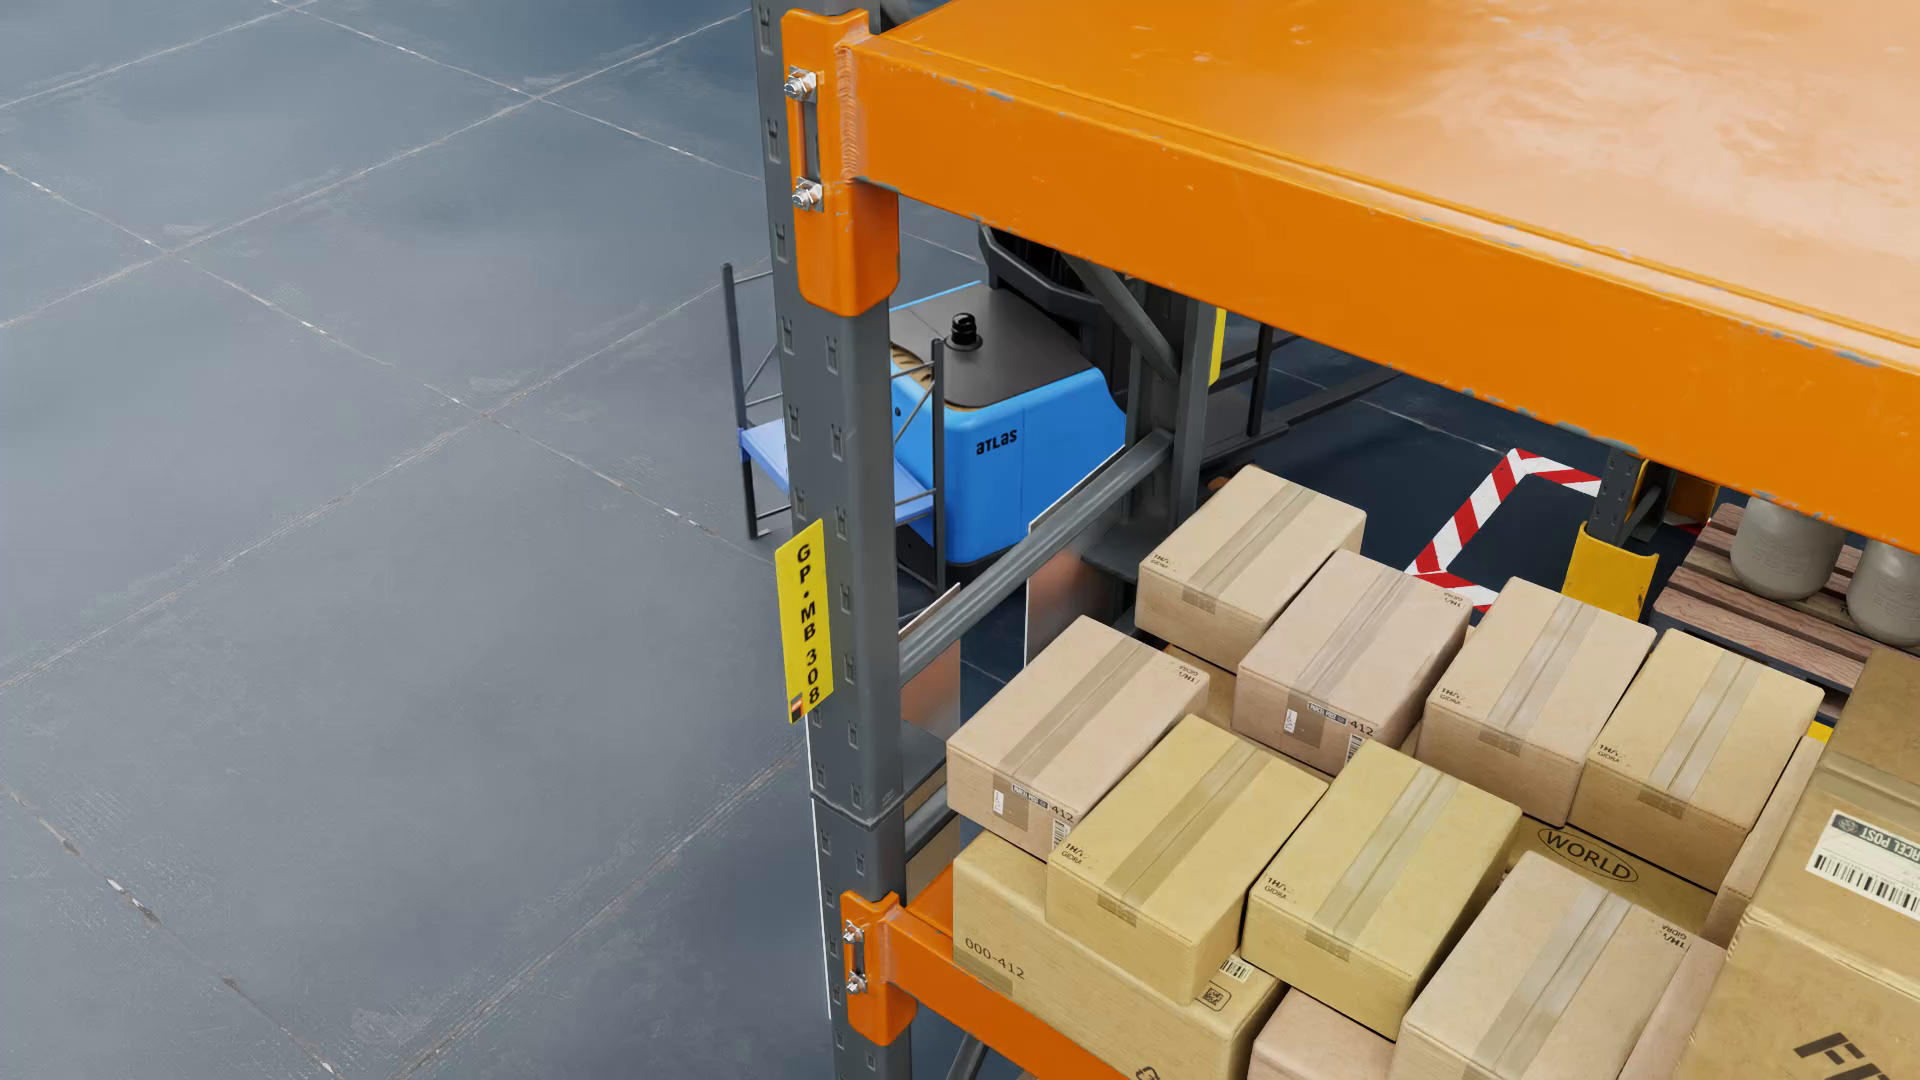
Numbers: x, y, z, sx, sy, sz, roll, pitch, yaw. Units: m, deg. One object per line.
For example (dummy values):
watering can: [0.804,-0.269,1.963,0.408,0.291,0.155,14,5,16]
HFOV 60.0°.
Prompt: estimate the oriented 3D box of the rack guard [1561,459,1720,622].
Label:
rack guard: [3.209,-0.056,7.777,0.348,0.500,1.175,25,45,29]

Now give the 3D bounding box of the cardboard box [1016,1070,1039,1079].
cardboard box: [0.382,1.168,3.052,0.500,0.500,0.500,25,45,29]

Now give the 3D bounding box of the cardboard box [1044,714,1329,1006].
cardboard box: [0.336,0.461,2.454,0.250,0.149,0.380,26,45,29]

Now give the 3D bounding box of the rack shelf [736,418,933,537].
rack shelf: [-0.552,-0.268,7.529,0.538,0.185,1.000,-21,43,-24]

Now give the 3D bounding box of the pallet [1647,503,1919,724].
pallet: [3.851,0.364,7.474,1.213,0.211,1.003,25,45,29]

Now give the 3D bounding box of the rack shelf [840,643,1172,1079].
rack shelf: [1.699,1.230,2.256,4.000,0.370,1.077,25,45,29]

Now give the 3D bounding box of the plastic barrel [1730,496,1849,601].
plastic barrel: [3.689,-0.023,7.384,0.421,0.512,0.421,0,38,0]

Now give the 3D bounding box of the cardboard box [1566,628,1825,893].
cardboard box: [1.154,0.337,2.612,0.250,0.149,0.380,26,45,29]

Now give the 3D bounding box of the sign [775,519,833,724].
sign: [-0.219,0.120,2.382,0.005,0.325,0.100,25,45,29]

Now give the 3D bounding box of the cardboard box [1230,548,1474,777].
cardboard box: [0.656,0.206,2.779,0.250,0.149,0.380,24,44,27]

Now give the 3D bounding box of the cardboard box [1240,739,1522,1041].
cardboard box: [0.612,0.495,2.410,0.250,0.149,0.380,24,44,28]

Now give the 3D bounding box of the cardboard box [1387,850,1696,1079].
cardboard box: [0.785,0.632,2.235,0.250,0.149,0.380,27,46,30]

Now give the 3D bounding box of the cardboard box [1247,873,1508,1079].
cardboard box: [0.750,0.754,2.402,0.500,0.250,0.500,24,44,28]

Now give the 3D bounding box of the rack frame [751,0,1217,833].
rack frame: [0.111,-0.983,2.067,0.127,3.000,1.000,25,45,29]

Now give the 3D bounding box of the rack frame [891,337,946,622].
rack frame: [-0.286,-0.143,7.077,0.500,1.500,0.032,-21,43,-24]

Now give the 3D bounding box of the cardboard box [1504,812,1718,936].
cardboard box: [1.046,0.499,2.729,0.500,0.250,0.500,26,45,29]

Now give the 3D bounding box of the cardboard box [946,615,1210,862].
cardboard box: [0.189,0.317,2.638,0.250,0.149,0.380,25,44,28]

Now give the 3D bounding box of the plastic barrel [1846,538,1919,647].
plastic barrel: [4.087,0.165,7.144,0.421,0.512,0.421,0,38,0]

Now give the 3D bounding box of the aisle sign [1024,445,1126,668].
aisle sign: [0.244,0.185,3.332,0.004,0.787,0.394,25,45,29]

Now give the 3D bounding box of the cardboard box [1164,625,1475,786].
cardboard box: [0.648,0.313,2.966,0.500,0.250,0.500,26,45,30]

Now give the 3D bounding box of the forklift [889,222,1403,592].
forklift: [0.949,-1.552,7.715,3.031,2.935,1.130,-22,43,-26]

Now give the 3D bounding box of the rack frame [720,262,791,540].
rack frame: [-0.818,-0.677,7.759,0.500,1.500,0.032,-21,43,-24]

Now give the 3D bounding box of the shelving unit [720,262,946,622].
shelving unit: [-0.552,-0.410,7.418,0.538,1.500,1.048,-21,43,-24]

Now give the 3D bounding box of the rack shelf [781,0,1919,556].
rack shelf: [1.699,0.051,1.333,4.000,0.370,1.077,25,45,29]

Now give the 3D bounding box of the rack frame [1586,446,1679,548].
rack frame: [3.120,-1.046,7.014,0.127,3.000,1.000,25,45,29]

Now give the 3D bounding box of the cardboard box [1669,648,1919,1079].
cardboard box: [1.126,0.533,1.836,0.500,0.500,0.500,25,44,28]

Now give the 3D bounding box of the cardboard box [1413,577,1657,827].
cardboard box: [0.940,0.255,2.717,0.250,0.149,0.380,23,44,27]

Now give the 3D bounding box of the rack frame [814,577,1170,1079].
rack frame: [0.111,1.379,3.916,0.127,3.000,1.000,25,45,29]

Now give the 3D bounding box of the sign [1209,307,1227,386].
sign: [0.464,-0.415,3.056,0.005,0.325,0.100,25,45,29]

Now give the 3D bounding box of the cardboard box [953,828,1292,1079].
cardboard box: [0.336,0.564,2.645,0.500,0.250,0.500,27,45,30]

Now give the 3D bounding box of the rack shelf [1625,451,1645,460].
rack shelf: [4.708,-0.014,6.279,4.000,0.370,1.077,25,45,29]

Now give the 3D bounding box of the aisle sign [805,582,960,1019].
aisle sign: [-0.121,0.479,2.957,0.004,0.787,0.394,25,45,29]

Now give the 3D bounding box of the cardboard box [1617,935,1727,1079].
cardboard box: [0.975,0.725,2.116,0.250,0.149,0.380,25,45,28]

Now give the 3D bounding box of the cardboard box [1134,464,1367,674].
cardboard box: [0.521,0.051,2.977,0.250,0.149,0.380,25,45,29]

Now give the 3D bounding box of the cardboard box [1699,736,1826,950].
cardboard box: [1.275,0.491,2.415,0.250,0.149,0.380,26,45,29]
